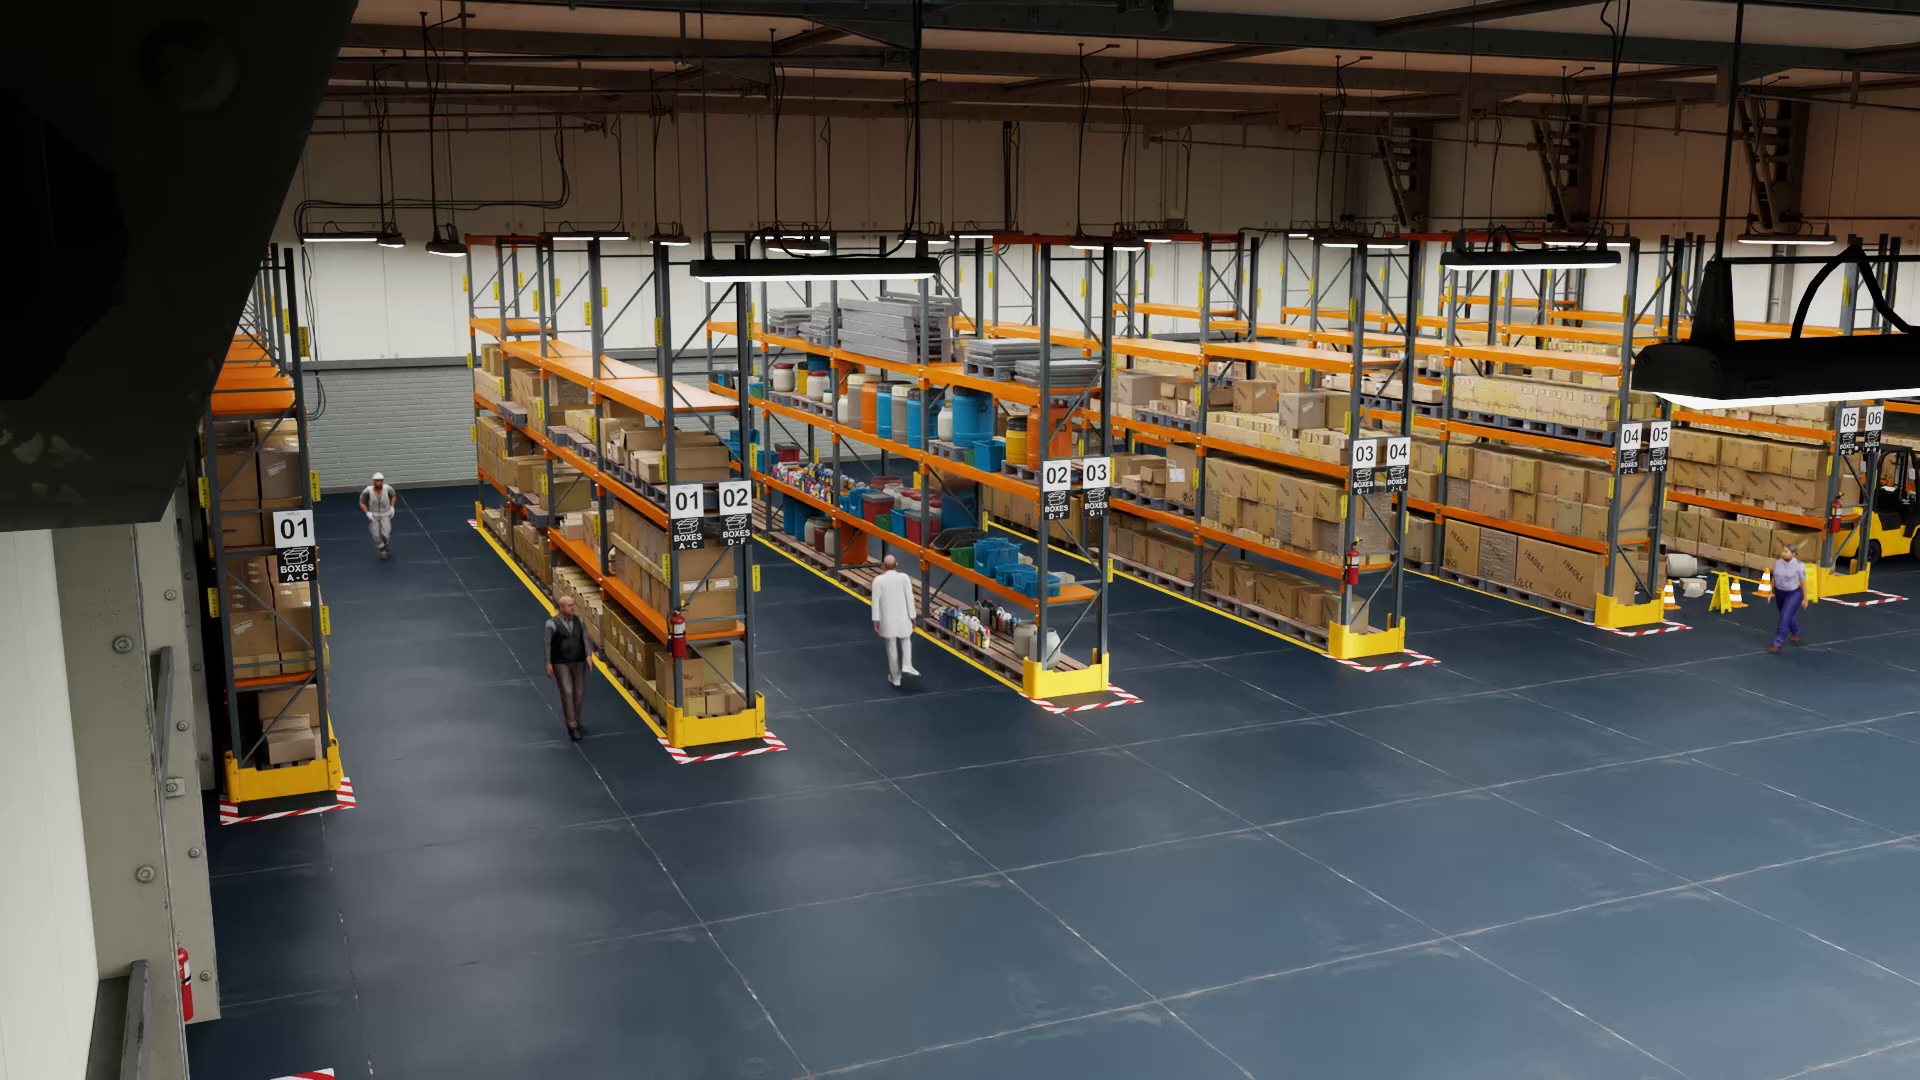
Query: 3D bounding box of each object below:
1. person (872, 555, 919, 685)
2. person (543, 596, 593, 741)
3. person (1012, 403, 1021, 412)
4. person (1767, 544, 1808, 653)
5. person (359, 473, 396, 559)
[{"bbox_3d":[-0.890,1.097,22.794,0.627,1.769,0.572,-3,11,-13],"label":"person"},{"bbox_3d":[-4.784,1.580,20.605,0.572,1.723,0.791,-8,14,-36],"label":"person"},{"bbox_3d":[1.455,-2.725,42.789,0.543,1.613,1.028,-4,12,-20],"label":"person"},{"bbox_3d":[12.275,0.826,24.631,1.014,1.595,0.517,-6,13,-30],"label":"person"},{"bbox_3d":[-10.863,-0.452,31.077,0.650,1.680,0.659,-3,11,-14],"label":"person"}]
